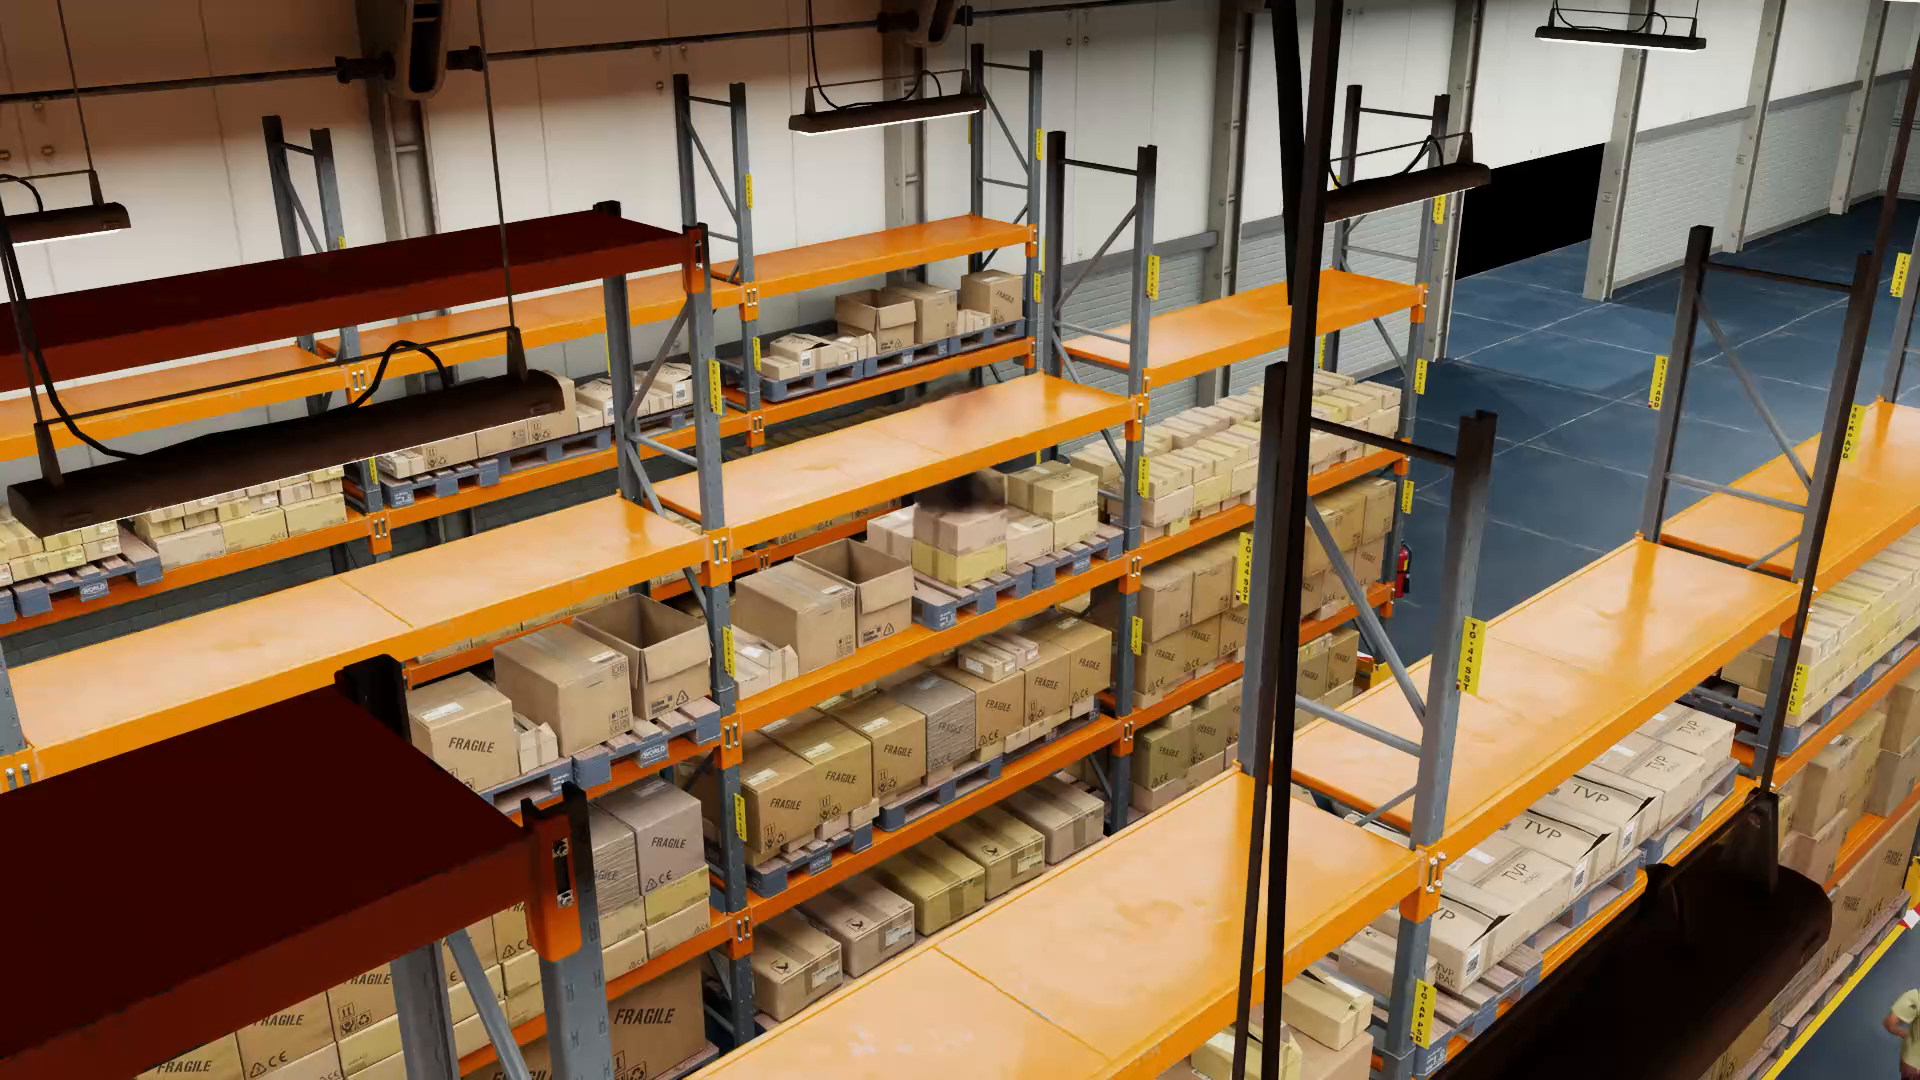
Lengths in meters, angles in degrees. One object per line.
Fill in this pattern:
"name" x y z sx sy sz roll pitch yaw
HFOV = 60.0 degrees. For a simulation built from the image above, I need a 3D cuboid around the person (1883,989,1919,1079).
"person" 6.139 3.373 10.560 0.564 1.622 0.752 15 27 32
